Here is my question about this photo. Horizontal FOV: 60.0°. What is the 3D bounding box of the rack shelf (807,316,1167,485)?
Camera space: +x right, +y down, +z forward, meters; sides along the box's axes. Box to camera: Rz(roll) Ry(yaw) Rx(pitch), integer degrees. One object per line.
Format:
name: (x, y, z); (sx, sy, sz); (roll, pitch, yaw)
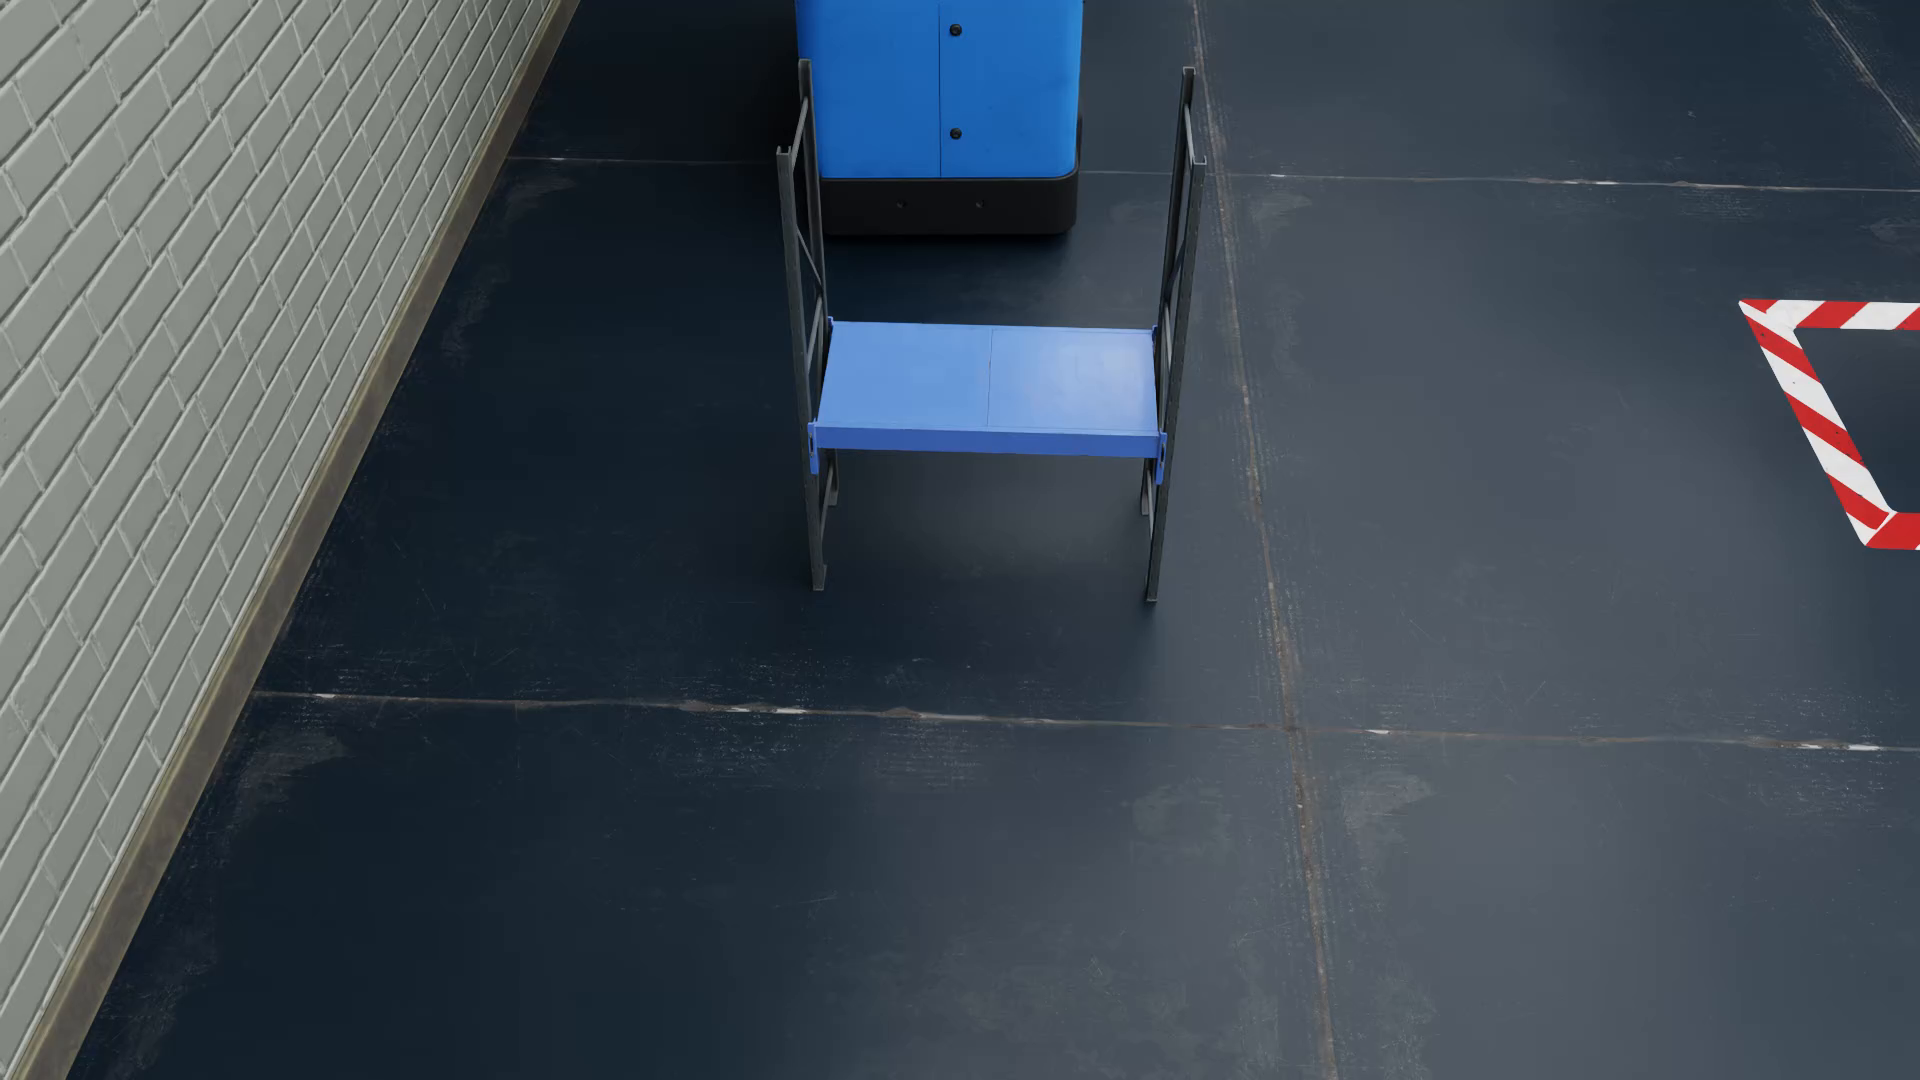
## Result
rack shelf: (0.085, -0.415, 4.859); (1.000, 0.185, 0.538); (2, 43, 2)

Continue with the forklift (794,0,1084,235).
forklift: (-0.081, -3.228, 6.565); (1.130, 2.935, 3.031); (0, 43, 0)

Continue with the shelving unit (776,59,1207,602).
shelving unit: (0.085, -0.546, 4.736); (1.048, 1.500, 0.538); (2, 43, 2)

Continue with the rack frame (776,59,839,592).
rack frame: (-0.423, -0.562, 4.753); (0.032, 1.500, 0.500); (2, 43, 2)

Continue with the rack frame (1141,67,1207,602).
rack frame: (0.593, -0.531, 4.719); (0.032, 1.500, 0.500); (2, 43, 2)
